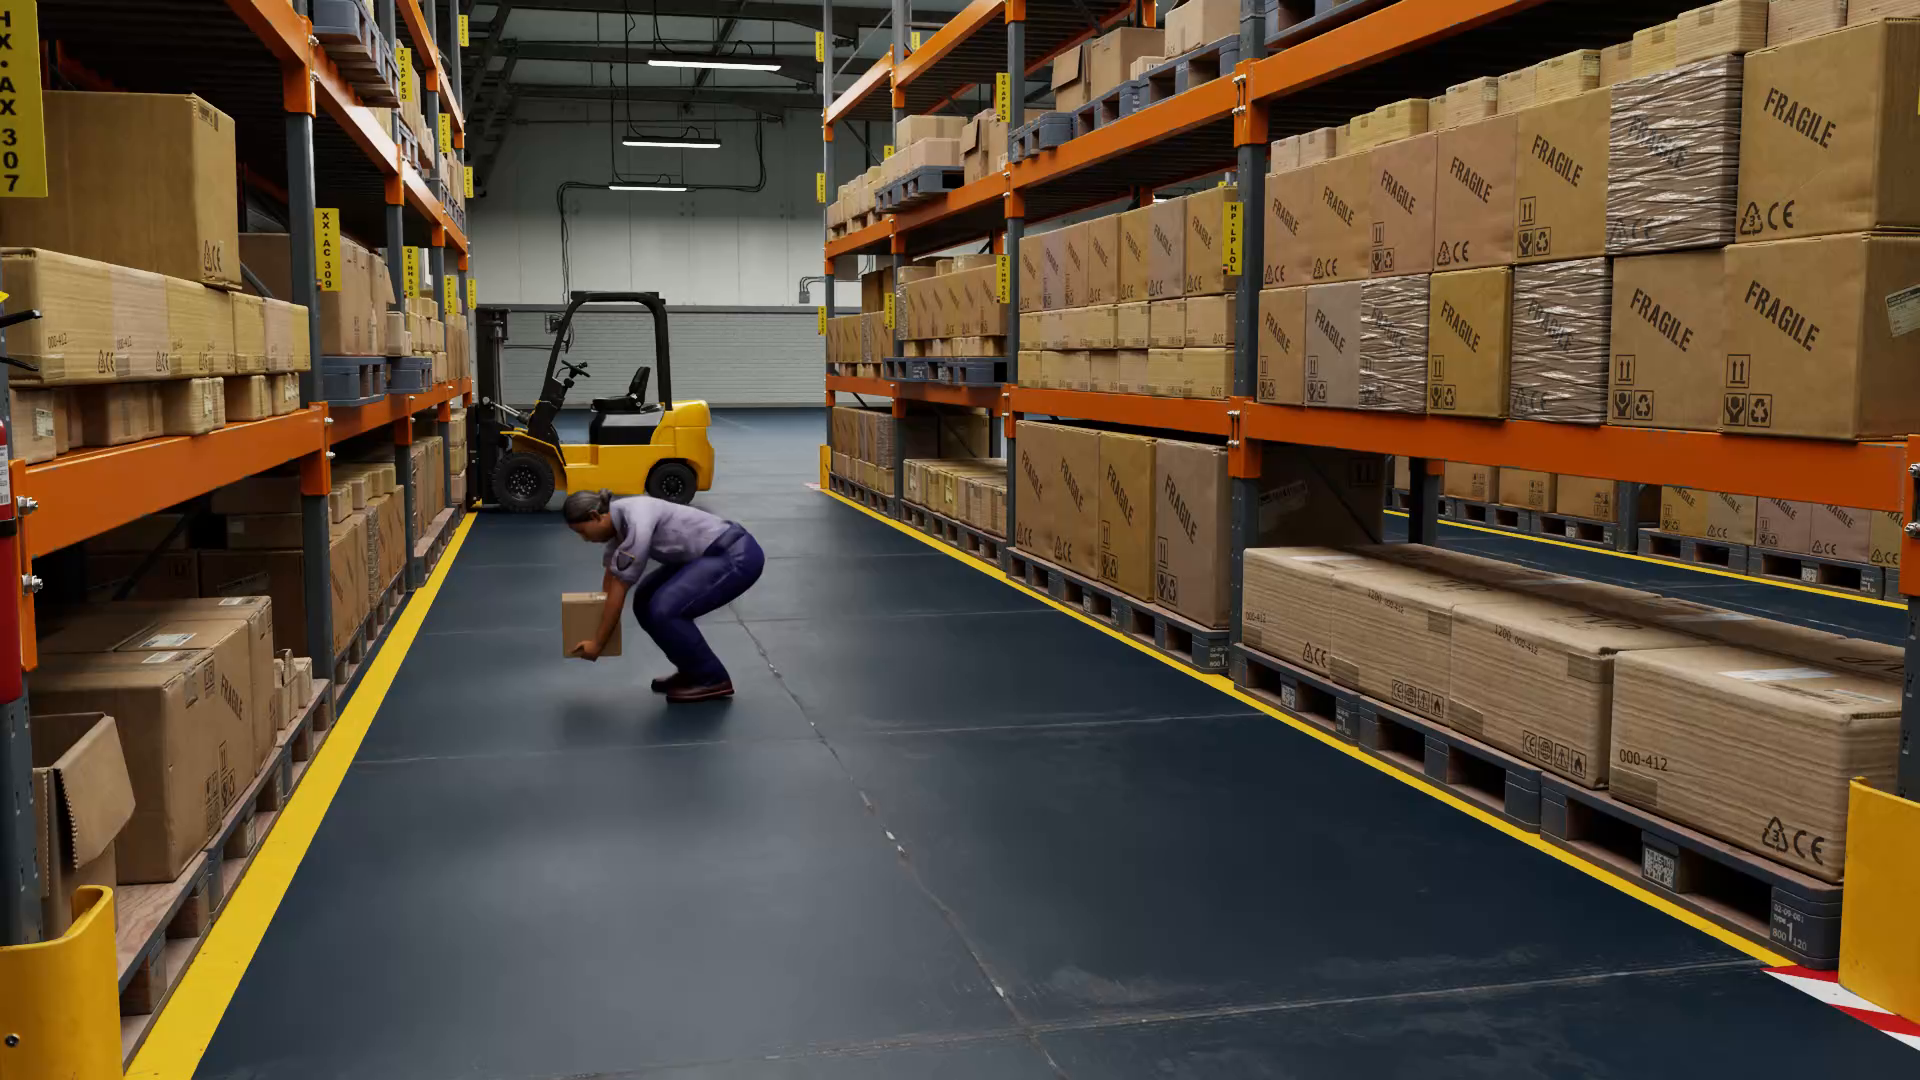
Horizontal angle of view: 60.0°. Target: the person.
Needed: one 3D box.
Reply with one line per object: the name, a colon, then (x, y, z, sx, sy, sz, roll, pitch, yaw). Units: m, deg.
person: (-1.312, 0.231, 7.413, 0.874, 0.944, 0.515, -2, 6, -16)
